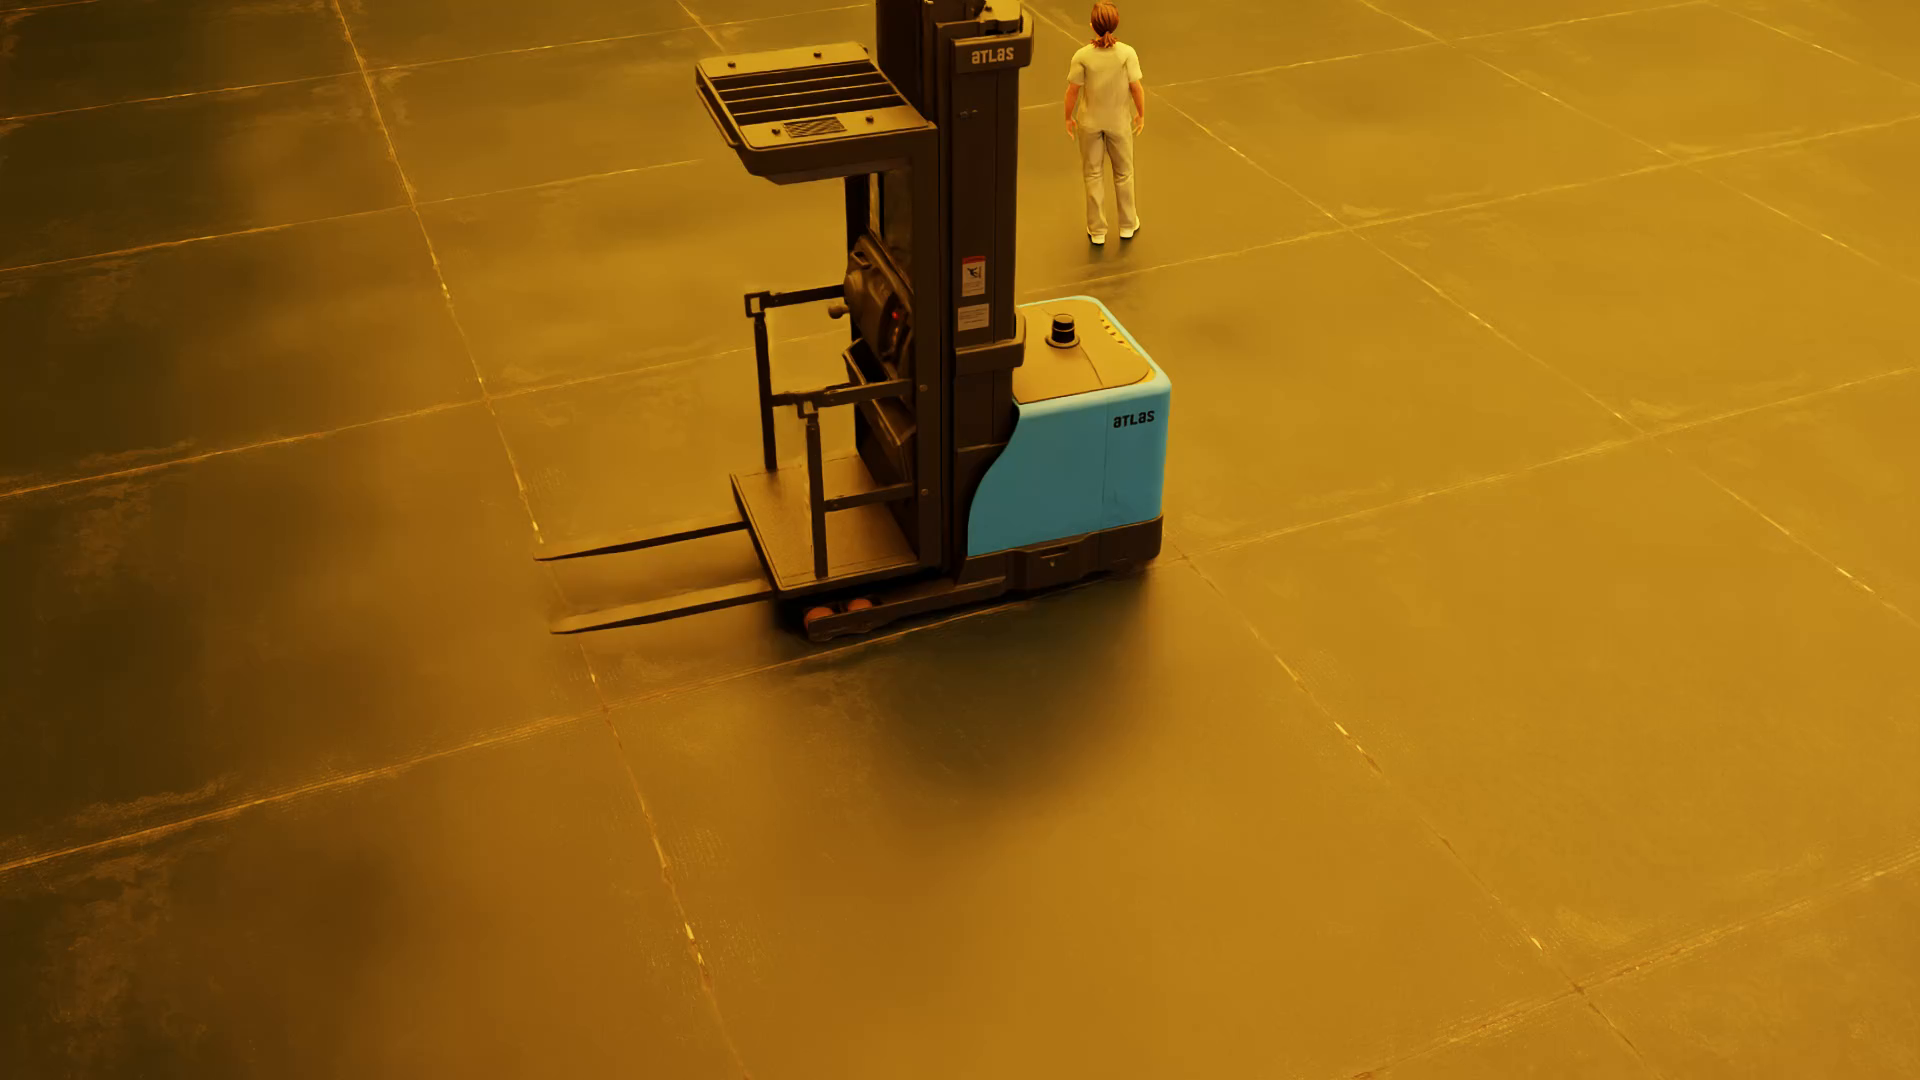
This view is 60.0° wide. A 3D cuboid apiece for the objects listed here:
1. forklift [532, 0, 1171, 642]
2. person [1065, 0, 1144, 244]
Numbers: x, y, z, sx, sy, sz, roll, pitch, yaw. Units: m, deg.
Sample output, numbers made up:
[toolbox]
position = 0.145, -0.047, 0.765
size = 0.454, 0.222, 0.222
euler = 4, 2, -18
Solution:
[forklift]
position = -0.558, -1.054, 7.580
size = 3.031, 2.935, 1.130
euler = -11, 37, -15
[person]
position = 0.972, -2.797, 11.102
size = 0.550, 1.673, 0.548
euler = 3, 36, 4
